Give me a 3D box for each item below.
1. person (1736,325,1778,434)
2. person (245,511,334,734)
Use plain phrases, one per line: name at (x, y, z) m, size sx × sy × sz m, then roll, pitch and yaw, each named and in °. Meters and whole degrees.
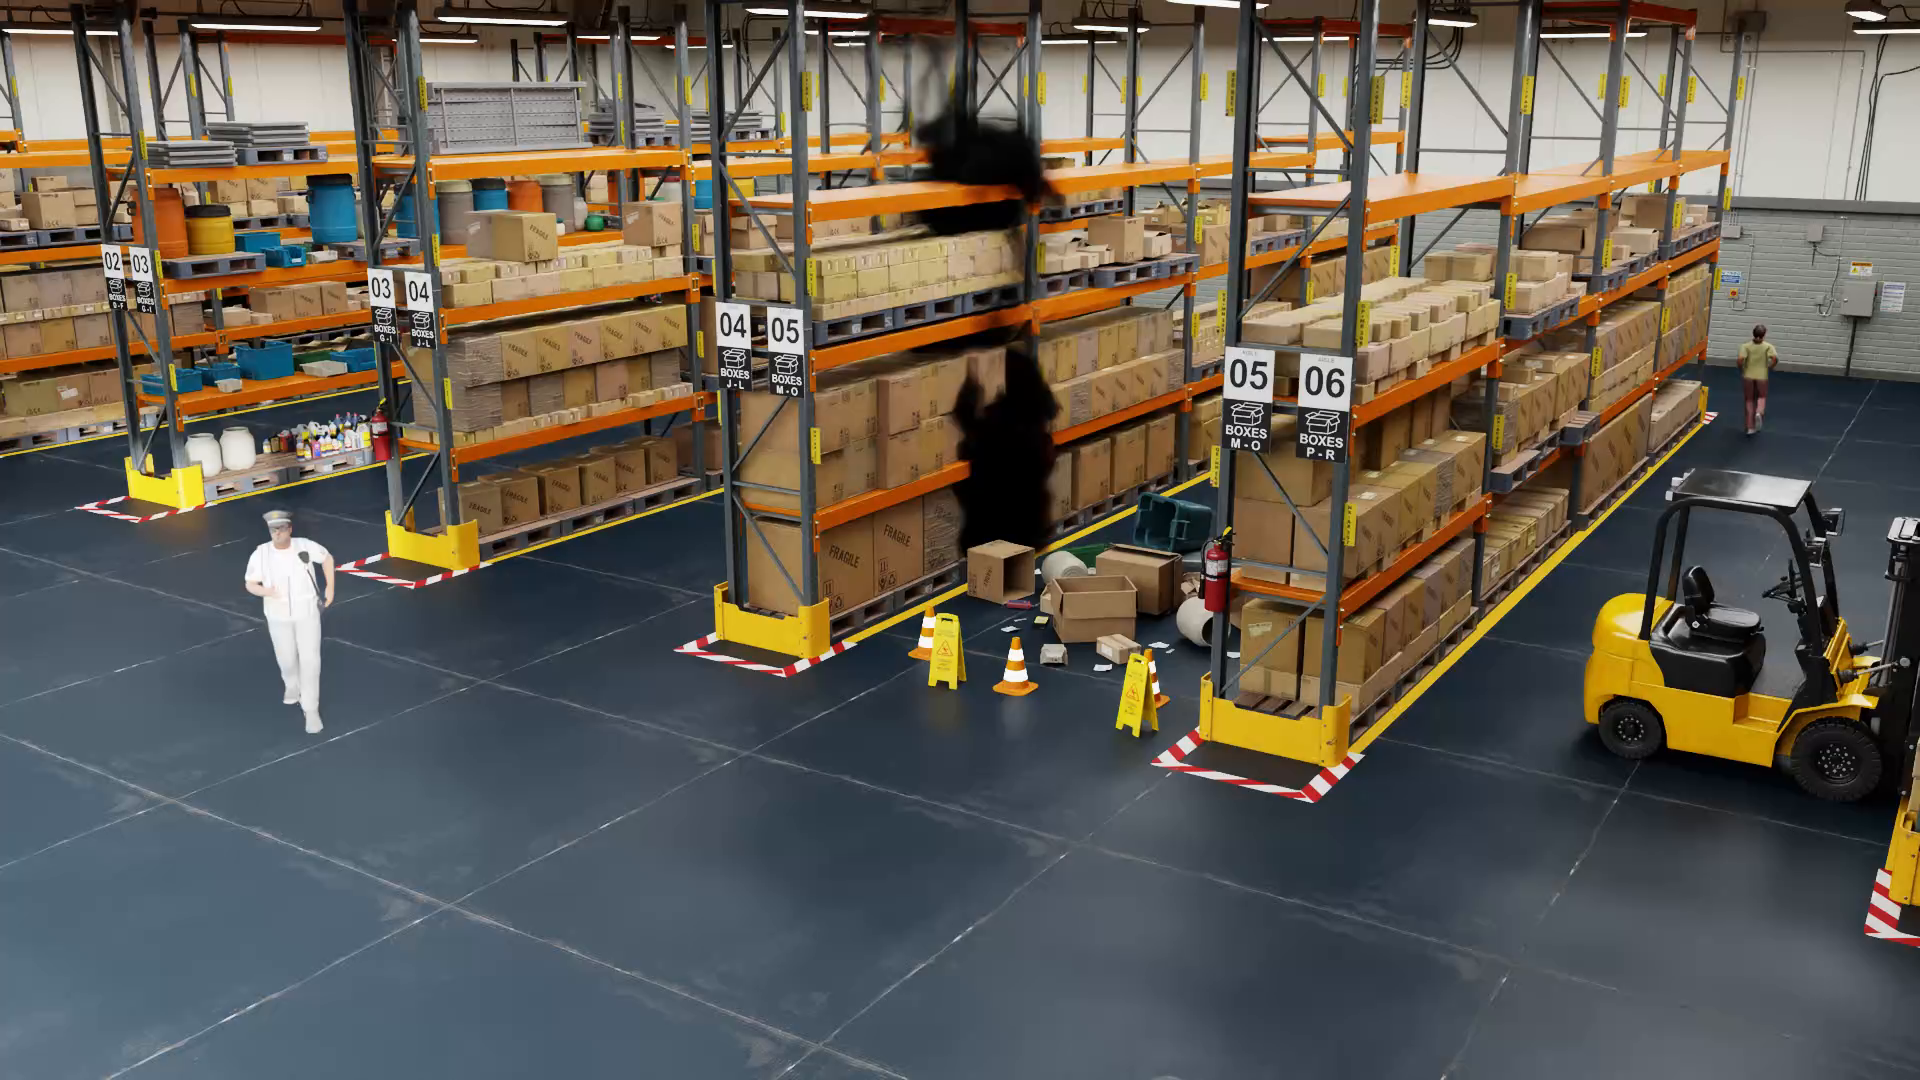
person at (11.873, -2.410, 24.839) m, size 0.562 × 1.623 × 0.528 m, roll 7°, pitch 17°, yaw 24°
person at (-5.496, 0.627, 13.713) m, size 0.668 × 1.819 × 0.896 m, roll -5°, pitch 16°, yaw -17°
